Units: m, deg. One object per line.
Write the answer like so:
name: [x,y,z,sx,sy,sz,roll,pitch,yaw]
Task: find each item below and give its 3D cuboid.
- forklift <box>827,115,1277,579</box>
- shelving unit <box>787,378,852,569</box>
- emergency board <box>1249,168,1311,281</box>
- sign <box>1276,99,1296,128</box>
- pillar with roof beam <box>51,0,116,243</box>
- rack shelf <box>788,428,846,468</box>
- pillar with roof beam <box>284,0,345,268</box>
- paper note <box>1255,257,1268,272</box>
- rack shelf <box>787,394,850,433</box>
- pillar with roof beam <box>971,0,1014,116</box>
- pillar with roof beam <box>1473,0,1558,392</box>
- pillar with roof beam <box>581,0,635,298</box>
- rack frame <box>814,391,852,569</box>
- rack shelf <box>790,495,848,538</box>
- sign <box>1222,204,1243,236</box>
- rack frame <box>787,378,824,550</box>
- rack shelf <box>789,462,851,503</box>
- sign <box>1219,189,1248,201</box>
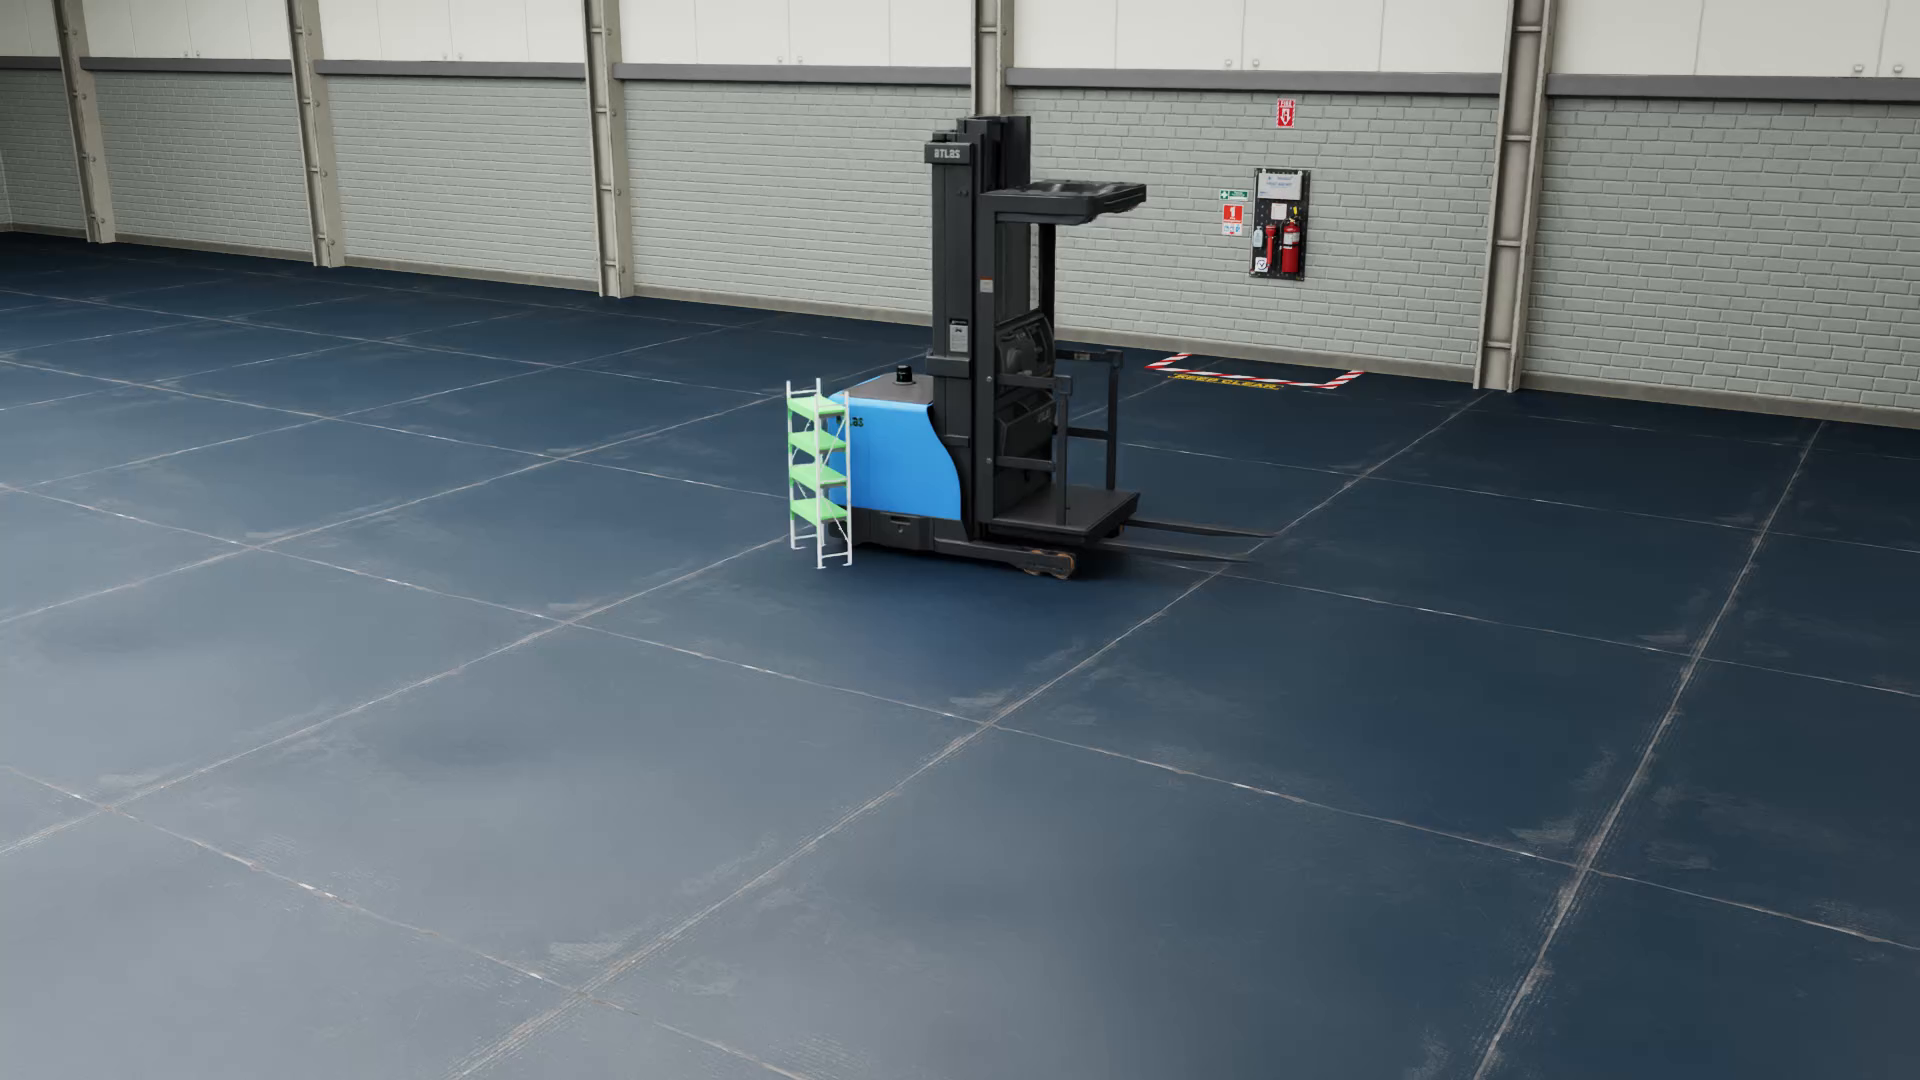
forklift: [0.626,-1.320,11.185,3.031,2.935,1.130,7,18,23]
shelving unit: [-0.958,-0.456,11.317,0.258,1.200,0.503,-8,19,-26]
emergency board: [3.400,-3.377,17.837,0.643,1.169,0.194,10,20,30]
sign: [3.445,-4.512,17.585,0.199,0.298,0.001,10,20,30]
pillar with roof beam: [-17.219,-8.446,24.204,0.400,9.000,9.100,10,20,30]
rack shelf: [-0.957,-0.624,11.266,0.258,0.148,0.480,-8,19,-26]
pillar with roof beam: [-12.106,-7.534,21.200,0.400,9.000,9.100,10,20,30]
paper note: [3.285,-2.999,18.110,0.142,0.148,0.016,10,20,30]
rack shelf: [-0.957,-0.854,11.196,0.258,0.148,0.480,-8,19,-26]
pillar with roof beam: [-1.880,-5.708,15.191,0.400,9.000,9.100,10,20,30]
pillar with roof beam: [3.232,-4.796,12.186,0.400,9.000,9.100,10,20,30]
pillar with roof beam: [-6.993,-6.621,18.195,0.400,9.000,9.100,10,20,30]
rack frame: [-0.846,-0.393,11.109,0.240,1.200,0.015,-8,19,-26]
rack shelf: [-0.958,-0.165,11.405,0.258,0.148,0.480,-8,19,-26]
sign: [2.982,-3.504,18.193,0.234,0.329,0.001,10,20,30]
rack frame: [-1.069,-0.519,11.524,0.240,1.200,0.015,-8,19,-26]
rack shelf: [-0.958,-0.395,11.335,0.258,0.148,0.480,-8,19,-26]
sign: [2.982,-3.754,18.106,0.331,0.109,0.001,10,20,30]
